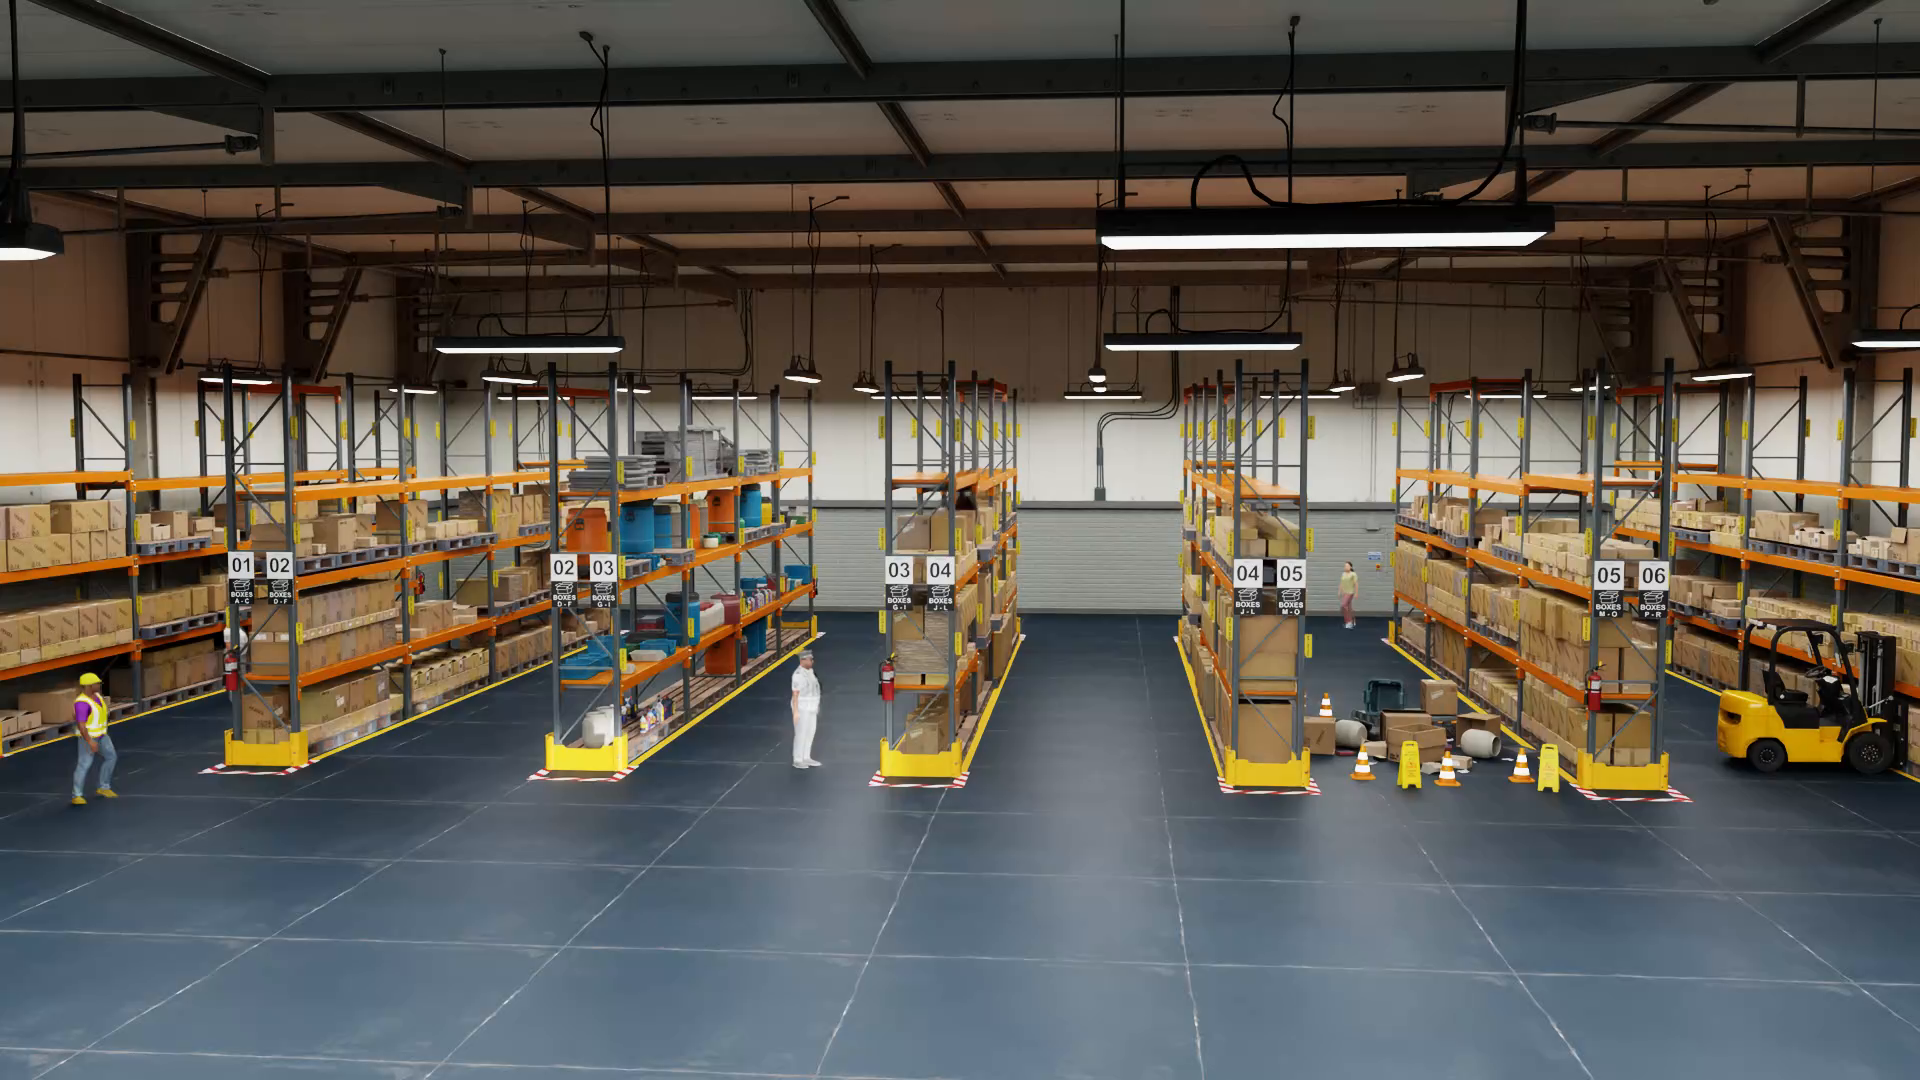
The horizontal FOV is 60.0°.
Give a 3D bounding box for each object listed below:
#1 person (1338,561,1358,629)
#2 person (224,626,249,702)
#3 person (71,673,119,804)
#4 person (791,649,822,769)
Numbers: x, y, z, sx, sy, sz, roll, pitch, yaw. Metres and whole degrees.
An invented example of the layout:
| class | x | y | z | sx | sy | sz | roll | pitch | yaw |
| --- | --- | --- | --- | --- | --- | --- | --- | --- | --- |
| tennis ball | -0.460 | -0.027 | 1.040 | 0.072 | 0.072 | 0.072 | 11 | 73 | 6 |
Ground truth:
| class | x | y | z | sx | sy | sz | roll | pitch | yaw |
| --- | --- | --- | --- | --- | --- | --- | --- | --- | --- |
| person | 9.825 | 1.390 | 42.186 | 0.538 | 1.695 | 0.450 | -1 | 4 | -20 |
| person | -13.350 | 2.169 | 30.719 | 0.412 | 1.699 | 0.524 | 0 | 4 | -7 |
| person | -11.681 | 2.675 | 22.443 | 0.526 | 1.800 | 0.711 | 0 | 4 | 5 |
| person | -2.288 | 2.498 | 24.667 | 0.404 | 1.773 | 0.647 | 1 | 4 | 19 |
